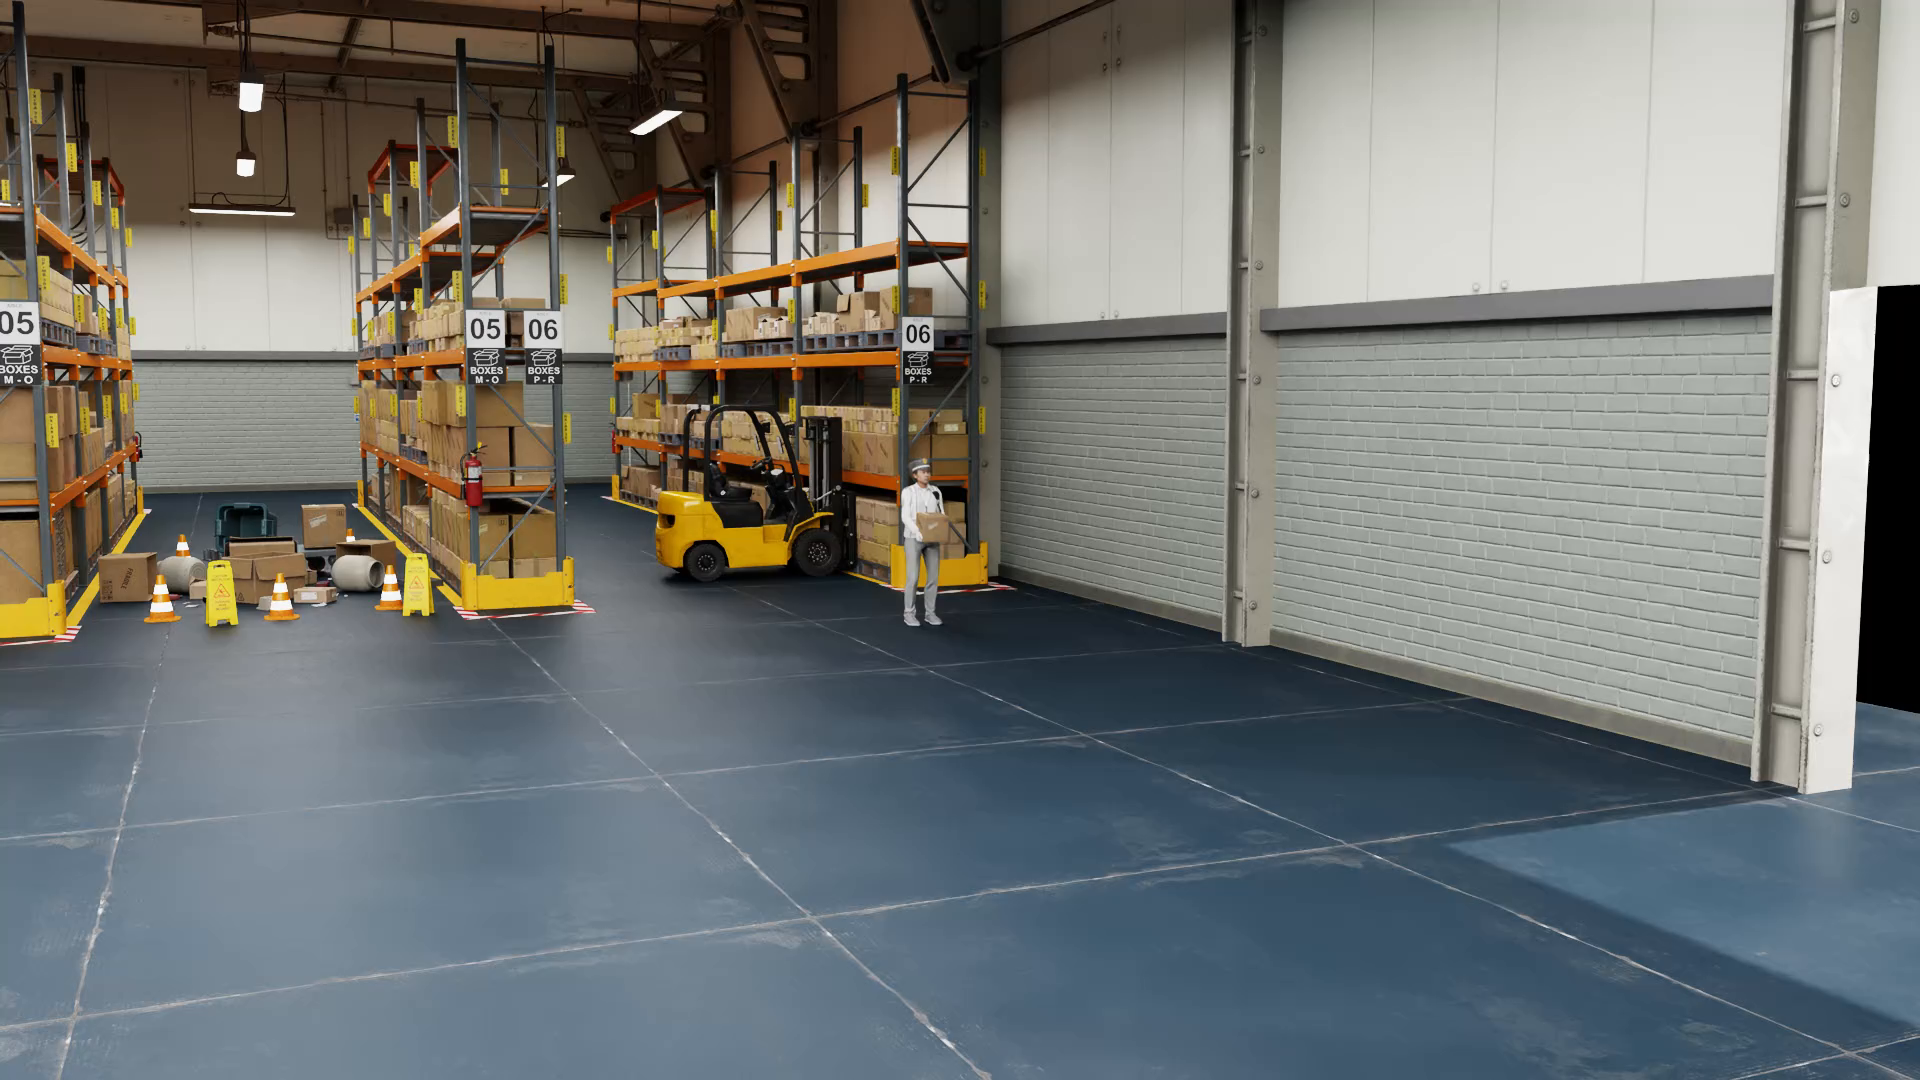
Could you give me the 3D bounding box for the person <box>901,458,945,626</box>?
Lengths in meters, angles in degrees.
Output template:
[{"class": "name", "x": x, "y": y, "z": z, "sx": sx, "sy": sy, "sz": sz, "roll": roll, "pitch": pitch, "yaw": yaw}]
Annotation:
[{"class": "person", "x": -0.356, "y": 0.018, "z": 16.707, "sx": 0.459, "sy": 1.686, "sz": 0.551, "roll": -2, "pitch": 6, "yaw": -23}]
